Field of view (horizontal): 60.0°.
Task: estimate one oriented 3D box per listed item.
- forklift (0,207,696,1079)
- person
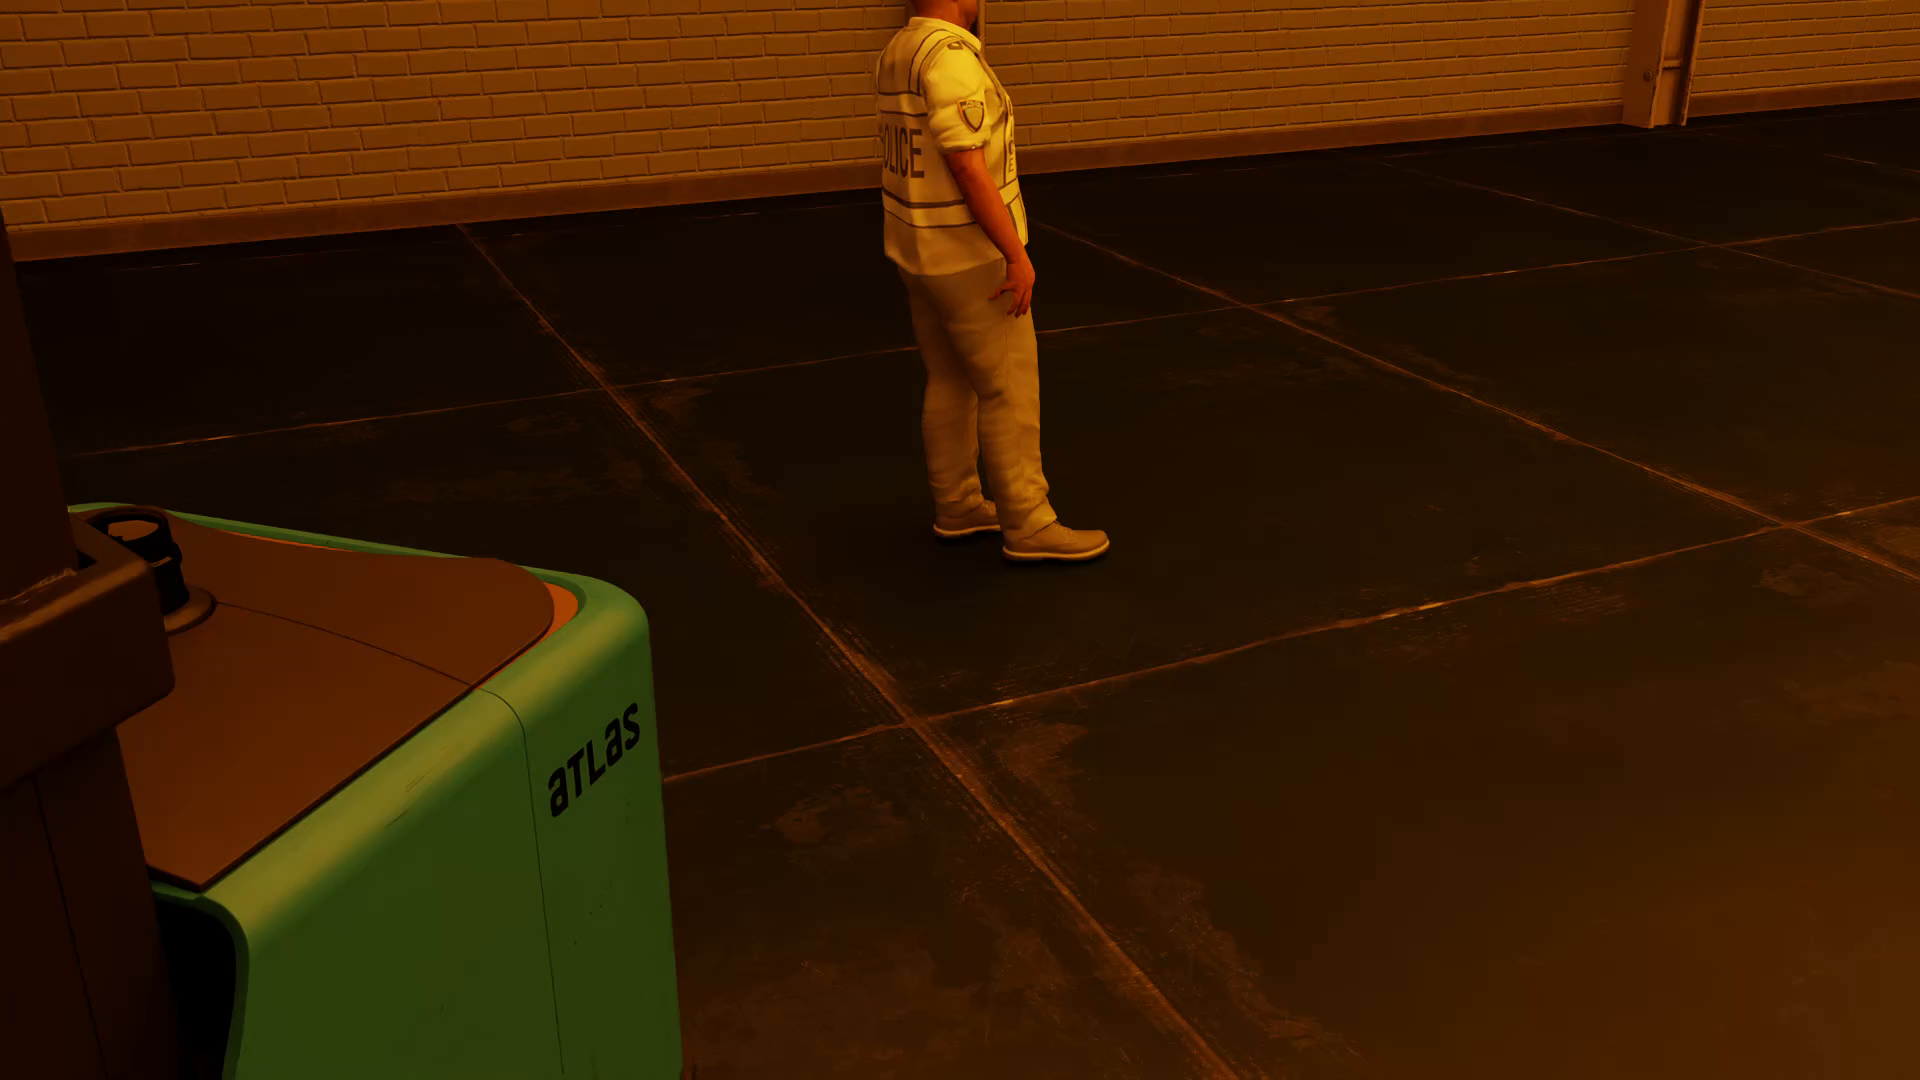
[{"bbox_3d":[-1.366,0.162,0.896,1.130,2.935,3.031,8,24,18],"label":"forklift"},{"bbox_3d":[0.076,-0.838,4.783,0.574,1.779,0.641,-10,25,-23],"label":"person"}]
